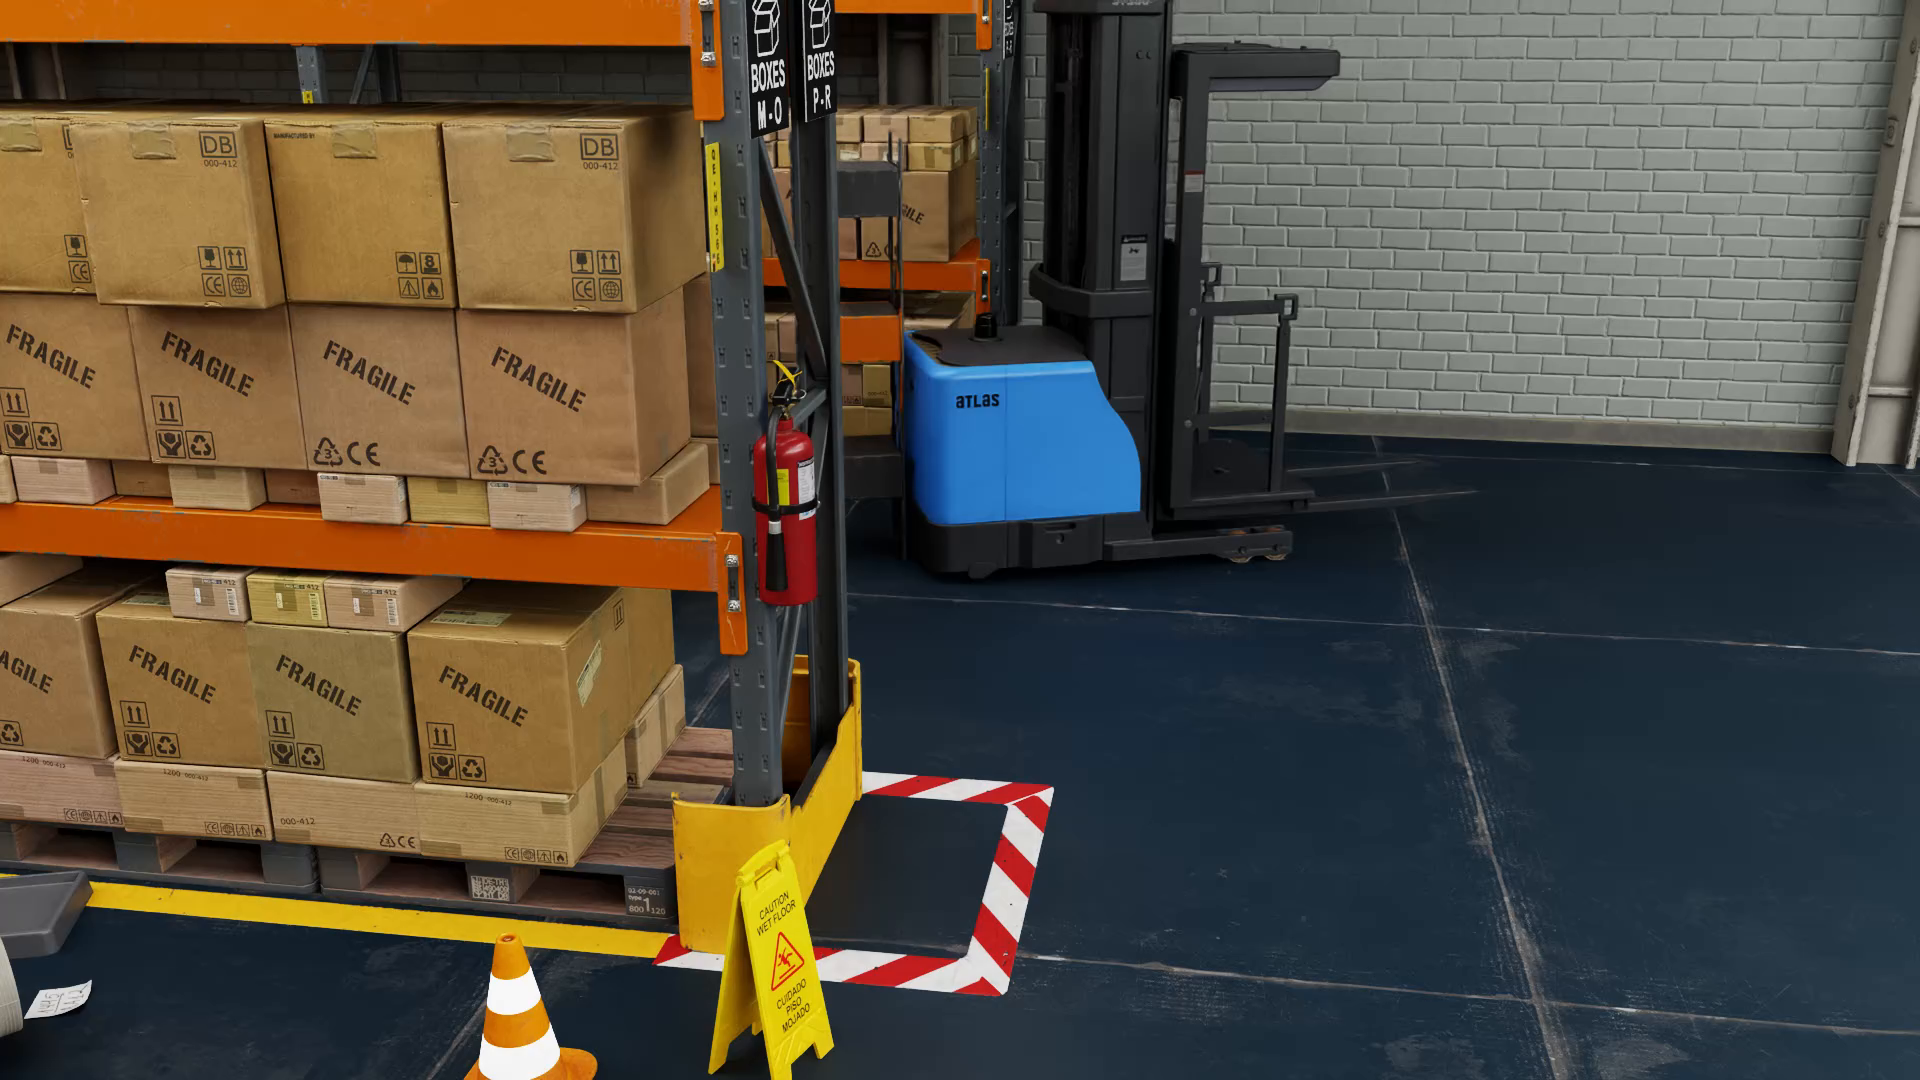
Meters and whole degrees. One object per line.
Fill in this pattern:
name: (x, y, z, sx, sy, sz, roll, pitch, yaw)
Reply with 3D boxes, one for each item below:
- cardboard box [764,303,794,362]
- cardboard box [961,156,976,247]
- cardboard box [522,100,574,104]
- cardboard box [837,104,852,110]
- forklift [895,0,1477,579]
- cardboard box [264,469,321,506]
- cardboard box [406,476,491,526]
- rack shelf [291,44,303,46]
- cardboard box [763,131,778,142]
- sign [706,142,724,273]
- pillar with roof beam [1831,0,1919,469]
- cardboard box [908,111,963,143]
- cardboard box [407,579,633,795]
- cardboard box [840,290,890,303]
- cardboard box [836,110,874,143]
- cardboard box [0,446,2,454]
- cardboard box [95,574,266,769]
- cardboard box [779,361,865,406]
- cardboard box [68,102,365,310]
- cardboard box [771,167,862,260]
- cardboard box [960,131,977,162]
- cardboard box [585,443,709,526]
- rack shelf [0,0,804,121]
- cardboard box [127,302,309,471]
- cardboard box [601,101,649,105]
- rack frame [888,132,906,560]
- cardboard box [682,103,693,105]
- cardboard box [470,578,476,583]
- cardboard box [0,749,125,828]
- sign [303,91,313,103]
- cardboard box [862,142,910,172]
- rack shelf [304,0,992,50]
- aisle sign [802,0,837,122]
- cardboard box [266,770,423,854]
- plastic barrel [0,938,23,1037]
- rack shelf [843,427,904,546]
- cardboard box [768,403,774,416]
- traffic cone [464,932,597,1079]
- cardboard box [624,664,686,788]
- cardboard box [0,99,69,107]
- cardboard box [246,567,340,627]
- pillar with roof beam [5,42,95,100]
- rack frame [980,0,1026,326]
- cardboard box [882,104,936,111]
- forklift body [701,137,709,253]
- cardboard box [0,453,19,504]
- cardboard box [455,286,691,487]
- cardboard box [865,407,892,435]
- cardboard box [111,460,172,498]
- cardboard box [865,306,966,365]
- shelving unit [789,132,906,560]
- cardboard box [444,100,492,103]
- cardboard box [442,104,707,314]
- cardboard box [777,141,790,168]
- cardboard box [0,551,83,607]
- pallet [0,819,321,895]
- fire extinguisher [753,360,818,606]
cardboard box: (-1.259, -1.240, 9.876, 0.500, 0.250, 0.500, 3, 19, 9)
cardboard box: (-0.195, -2.058, 10.069, 0.500, 0.500, 0.500, 4, 19, 10)
cardboard box: (-2.574, -2.647, 10.338, 0.250, 0.149, 0.380, 3, 19, 8)
cardboard box: (-0.805, -2.528, 9.984, 0.250, 0.149, 0.380, 3, 19, 9)
forklift: (1.215, -1.429, 8.454, 3.031, 2.935, 1.130, -4, 19, -13)
cardboard box: (-1.943, -0.234, 5.171, 0.250, 0.149, 0.380, 3, 19, 9)
cardboard box: (-1.454, -0.174, 4.991, 0.250, 0.149, 0.380, 3, 19, 8)
rack shelf: (-5.674, -3.282, 10.291, 4.000, 0.370, 1.077, 3, 19, 9)
cardboard box: (-1.156, -2.368, 9.505, 0.250, 0.149, 0.380, 3, 19, 10)
sign: (-0.641, -0.870, 4.352, 0.005, 0.325, 0.100, 3, 19, 9)
pillar with roof beam: (4.947, -3.410, 4.814, 0.400, 9.000, 9.100, 3, 19, 9)
cardboard box: (-0.137, -2.347, 9.441, 0.250, 0.149, 0.380, 3, 19, 9)
cardboard box: (-1.366, 0.447, 5.229, 0.500, 0.500, 0.500, 3, 19, 9)
cardboard box: (-0.688, -1.376, 10.283, 0.500, 0.250, 0.500, 3, 19, 9)
cardboard box: (-0.648, -2.354, 9.463, 0.250, 0.149, 0.380, 3, 19, 10)
cardboard box: (-3.099, -0.576, 5.172, 0.500, 0.500, 0.500, 3, 19, 8)
cardboard box: (-2.379, 0.394, 5.387, 0.500, 0.500, 0.500, 2, 19, 7)
cardboard box: (-0.773, -0.986, 9.907, 0.500, 0.250, 0.500, 3, 19, 8)
cardboard box: (-2.091, -0.985, 4.816, 0.500, 0.500, 0.700, 3, 19, 8)
cardboard box: (-0.788, -1.918, 9.649, 0.500, 0.500, 0.500, 4, 19, 10)
cardboard box: (-0.043, -2.352, 9.925, 0.250, 0.149, 0.380, 2, 19, 7)
cardboard box: (-0.936, -0.176, 4.998, 0.250, 0.149, 0.380, 4, 19, 10)
rack shelf: (-2.508, -1.525, 5.041, 4.000, 0.370, 1.077, 3, 19, 9)
cardboard box: (-2.100, -0.526, 5.021, 0.500, 0.500, 0.500, 3, 19, 8)
cardboard box: (-2.076, -2.600, 10.198, 0.250, 0.149, 0.380, 3, 19, 8)
rack frame: (-0.315, -0.956, 8.352, 0.015, 2.100, 0.400, -3, 19, -9)
cardboard box: (-1.570, -2.565, 10.094, 0.250, 0.149, 0.380, 3, 19, 9)
cardboard box: (-1.826, 0.253, 5.811, 0.500, 0.500, 0.500, 2, 19, 7)
cardboard box: (-2.890, 0.724, 5.585, 0.500, 0.250, 0.500, 3, 19, 8)
sign: (-3.775, -2.441, 9.671, 0.005, 0.325, 0.100, 3, 19, 9)
cardboard box: (-0.393, -2.187, 9.432, 0.250, 0.149, 0.380, 3, 19, 10)
rack shelf: (-1.724, -3.081, 9.689, 4.000, 0.370, 1.077, 3, 19, 9)
aisle sign: (-0.423, -1.670, 4.971, 0.004, 0.787, 0.394, 3, 19, 9)
cardboard box: (-1.884, 0.776, 5.427, 0.500, 0.250, 0.500, 3, 19, 9)
plastic barrel: (-2.813, 1.249, 4.404, 0.512, 0.421, 0.421, -15, 24, -38)
rack shelf: (-0.555, -0.267, 8.540, 0.480, 0.518, 0.431, -3, 19, -9)
cardboard box: (-1.246, -0.775, 10.062, 0.500, 0.250, 0.500, 3, 19, 9)
traffic cone: (-1.162, 1.242, 4.362, 0.334, 0.463, 0.336, 3, 19, 9)
cardboard box: (-1.286, 0.634, 5.852, 0.500, 0.250, 0.500, 3, 19, 8)
cardboard box: (-3.090, -1.051, 5.015, 0.500, 0.500, 0.700, 3, 19, 7)
cardboard box: (-1.986, 0.128, 5.159, 0.250, 0.149, 0.380, 3, 19, 10)
pillar with roof beam: (-6.901, -4.014, 6.619, 0.400, 9.000, 9.100, 3, 19, 9)
rack frame: (0.250, -1.899, 9.750, 0.127, 3.000, 1.000, 3, 19, 9)
cardboard box: (-0.300, -2.512, 9.934, 0.250, 0.149, 0.380, 4, 19, 11)
forklift body: (-1.911, -1.020, 8.462, 1.214, 2.155, 2.313, 3, 19, 9)
cardboard box: (-2.961, -0.242, 5.195, 0.250, 0.149, 0.380, 3, 19, 9)
cardboard box: (-1.113, -0.473, 4.863, 0.500, 0.500, 0.500, 3, 19, 8)
cardboard box: (-0.264, -0.719, 9.895, 0.500, 0.250, 0.500, 3, 19, 9)
cardboard box: (-2.442, -0.259, 5.246, 0.250, 0.149, 0.380, 3, 19, 9)
cardboard box: (-0.254, -1.194, 9.739, 0.500, 0.250, 0.500, 4, 19, 10)
shelving unit: (-0.555, -0.943, 8.313, 0.503, 2.100, 0.431, -3, 19, -9)
cardboard box: (-3.095, -2.649, 10.344, 0.250, 0.149, 0.380, 2, 19, 7)
cardboard box: (-1.072, -0.963, 4.753, 0.500, 0.500, 0.700, 2, 19, 7)
cardboard box: (-0.883, -2.235, 9.576, 0.250, 0.149, 0.380, 3, 19, 8)
cardboard box: (-3.055, 0.074, 5.322, 0.250, 0.149, 0.380, 4, 19, 12)
pallet: (-2.606, 0.861, 5.897, 1.213, 0.211, 1.003, 3, 19, 9)
fire extinguisher: (-0.493, -0.157, 4.666, 0.183, 0.674, 0.296, 3, 19, 9)
